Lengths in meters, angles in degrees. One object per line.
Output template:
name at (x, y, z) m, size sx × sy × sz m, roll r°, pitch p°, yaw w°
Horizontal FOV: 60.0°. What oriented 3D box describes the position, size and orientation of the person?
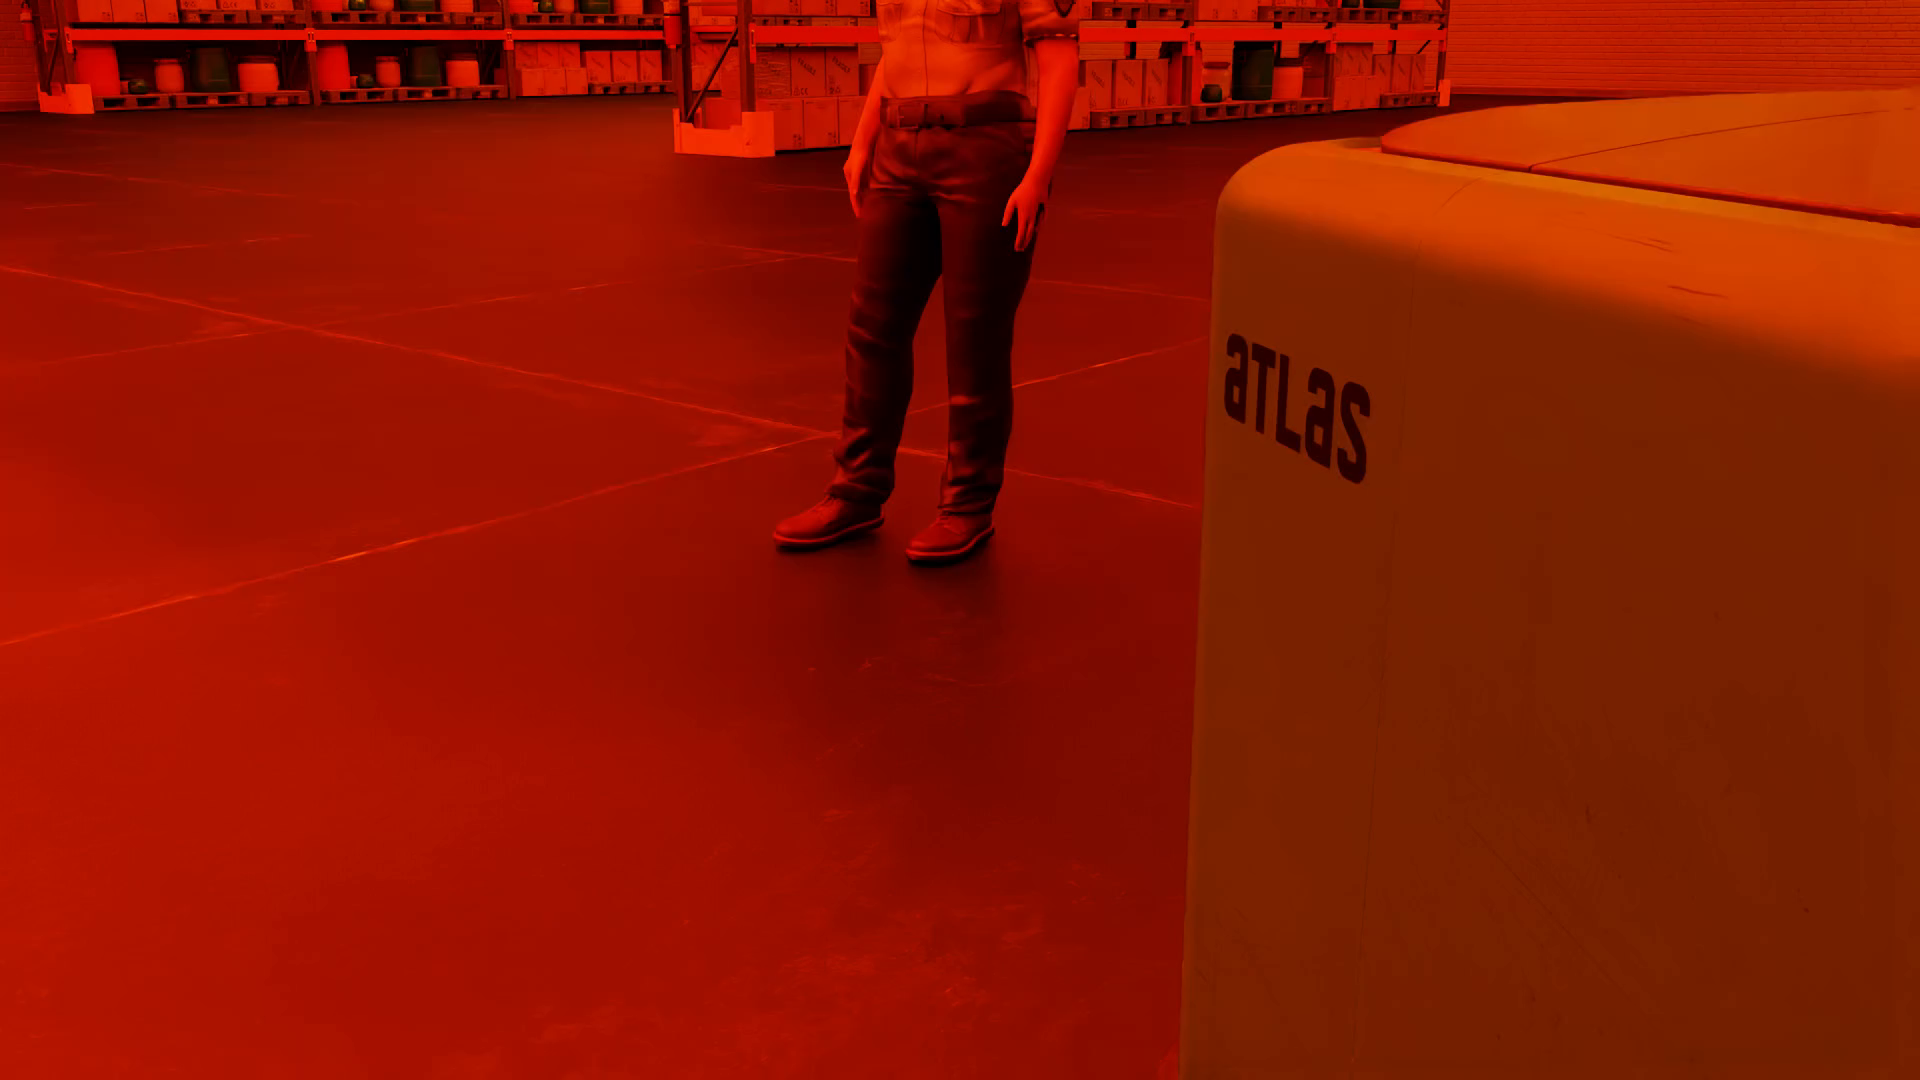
person at (-0.074, -0.780, 3.648) m, size 0.599 × 1.650 × 0.503 m, roll 13°, pitch 21°, yaw 37°
